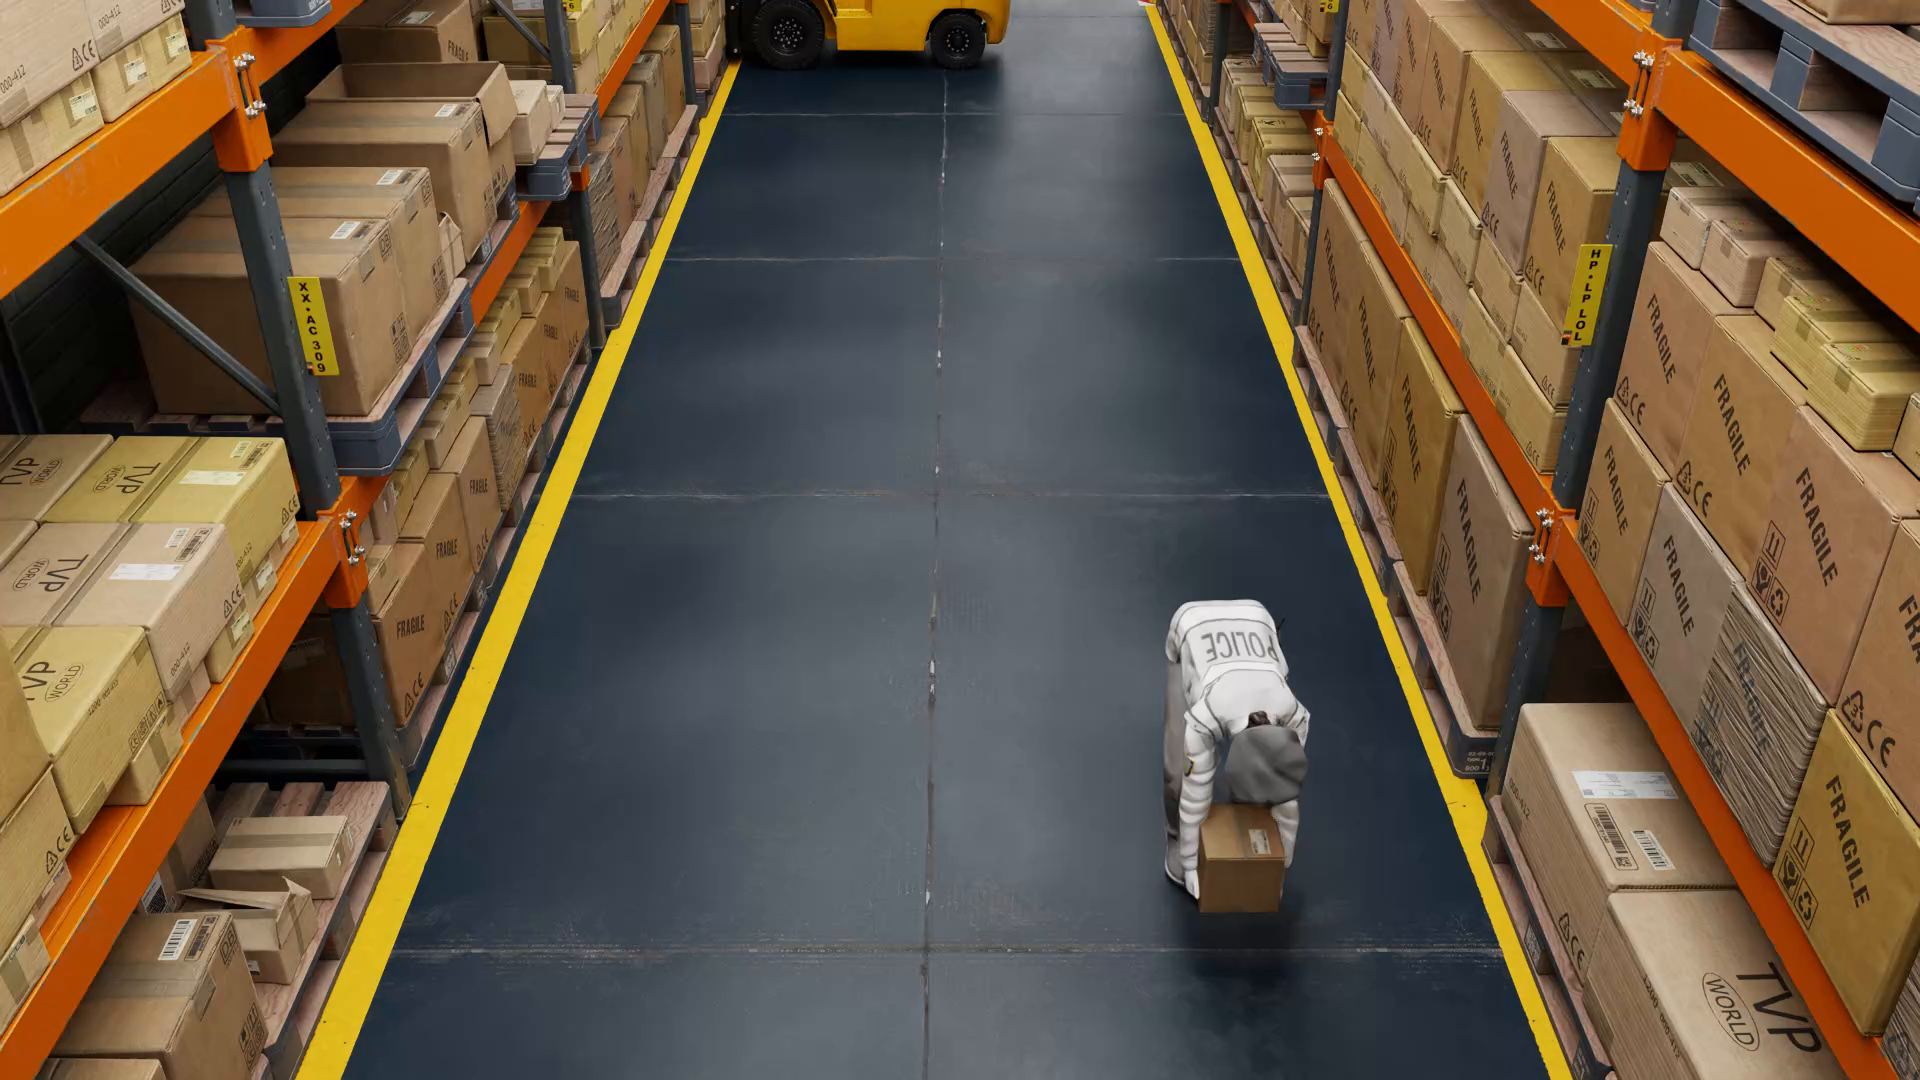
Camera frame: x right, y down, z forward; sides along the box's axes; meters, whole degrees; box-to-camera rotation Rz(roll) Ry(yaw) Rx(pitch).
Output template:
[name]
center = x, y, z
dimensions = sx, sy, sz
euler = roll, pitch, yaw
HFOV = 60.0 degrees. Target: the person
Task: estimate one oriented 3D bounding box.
[person]
center = 0.899, 0.785, 5.485
dimensions = 0.421, 1.014, 0.921
euler = -2, 32, -3
